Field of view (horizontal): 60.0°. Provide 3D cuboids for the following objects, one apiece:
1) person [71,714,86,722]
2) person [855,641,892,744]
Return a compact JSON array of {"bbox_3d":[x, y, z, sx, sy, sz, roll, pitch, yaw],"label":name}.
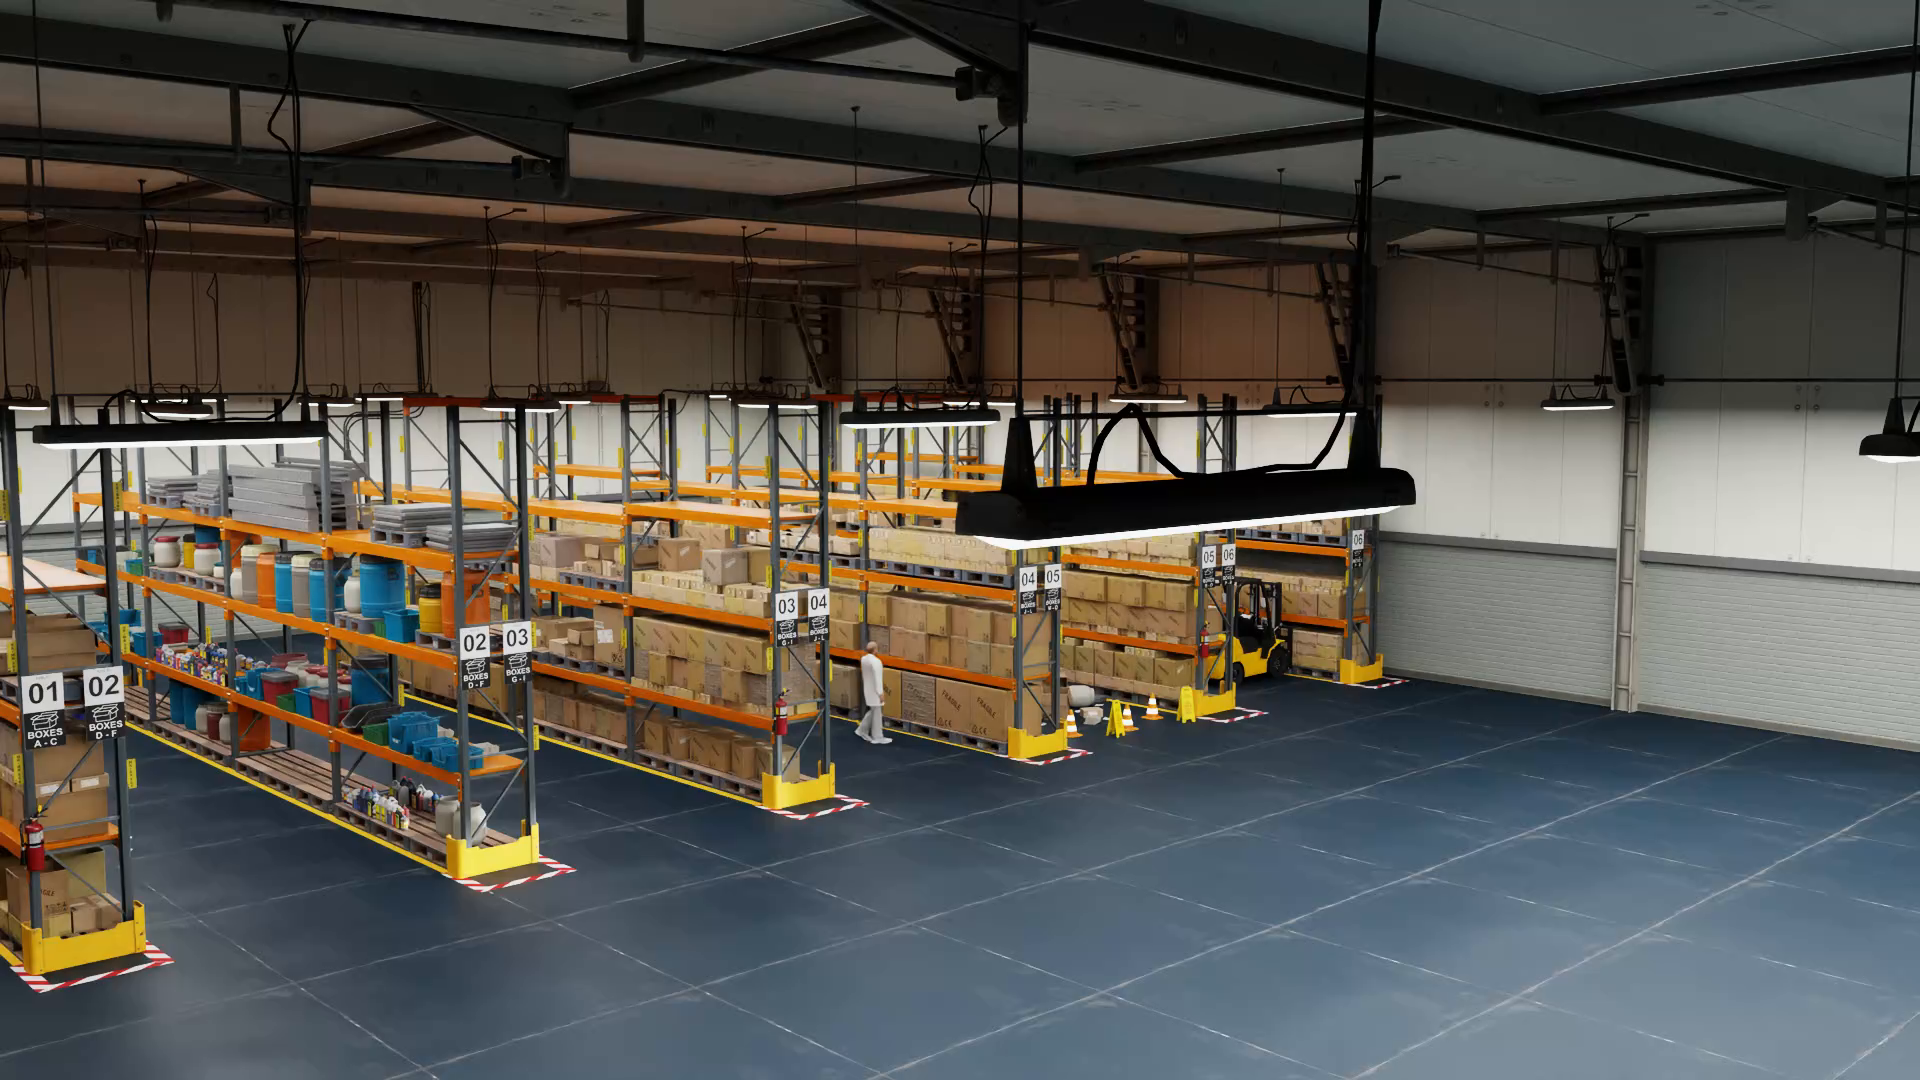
[{"bbox_3d":[-13.793,3.000,26.045,0.421,1.673,0.503,0,6,-2],"label":"person"},{"bbox_3d":[-1.500,2.659,28.999,0.582,1.803,0.661,-2,6,-20],"label":"person"}]
